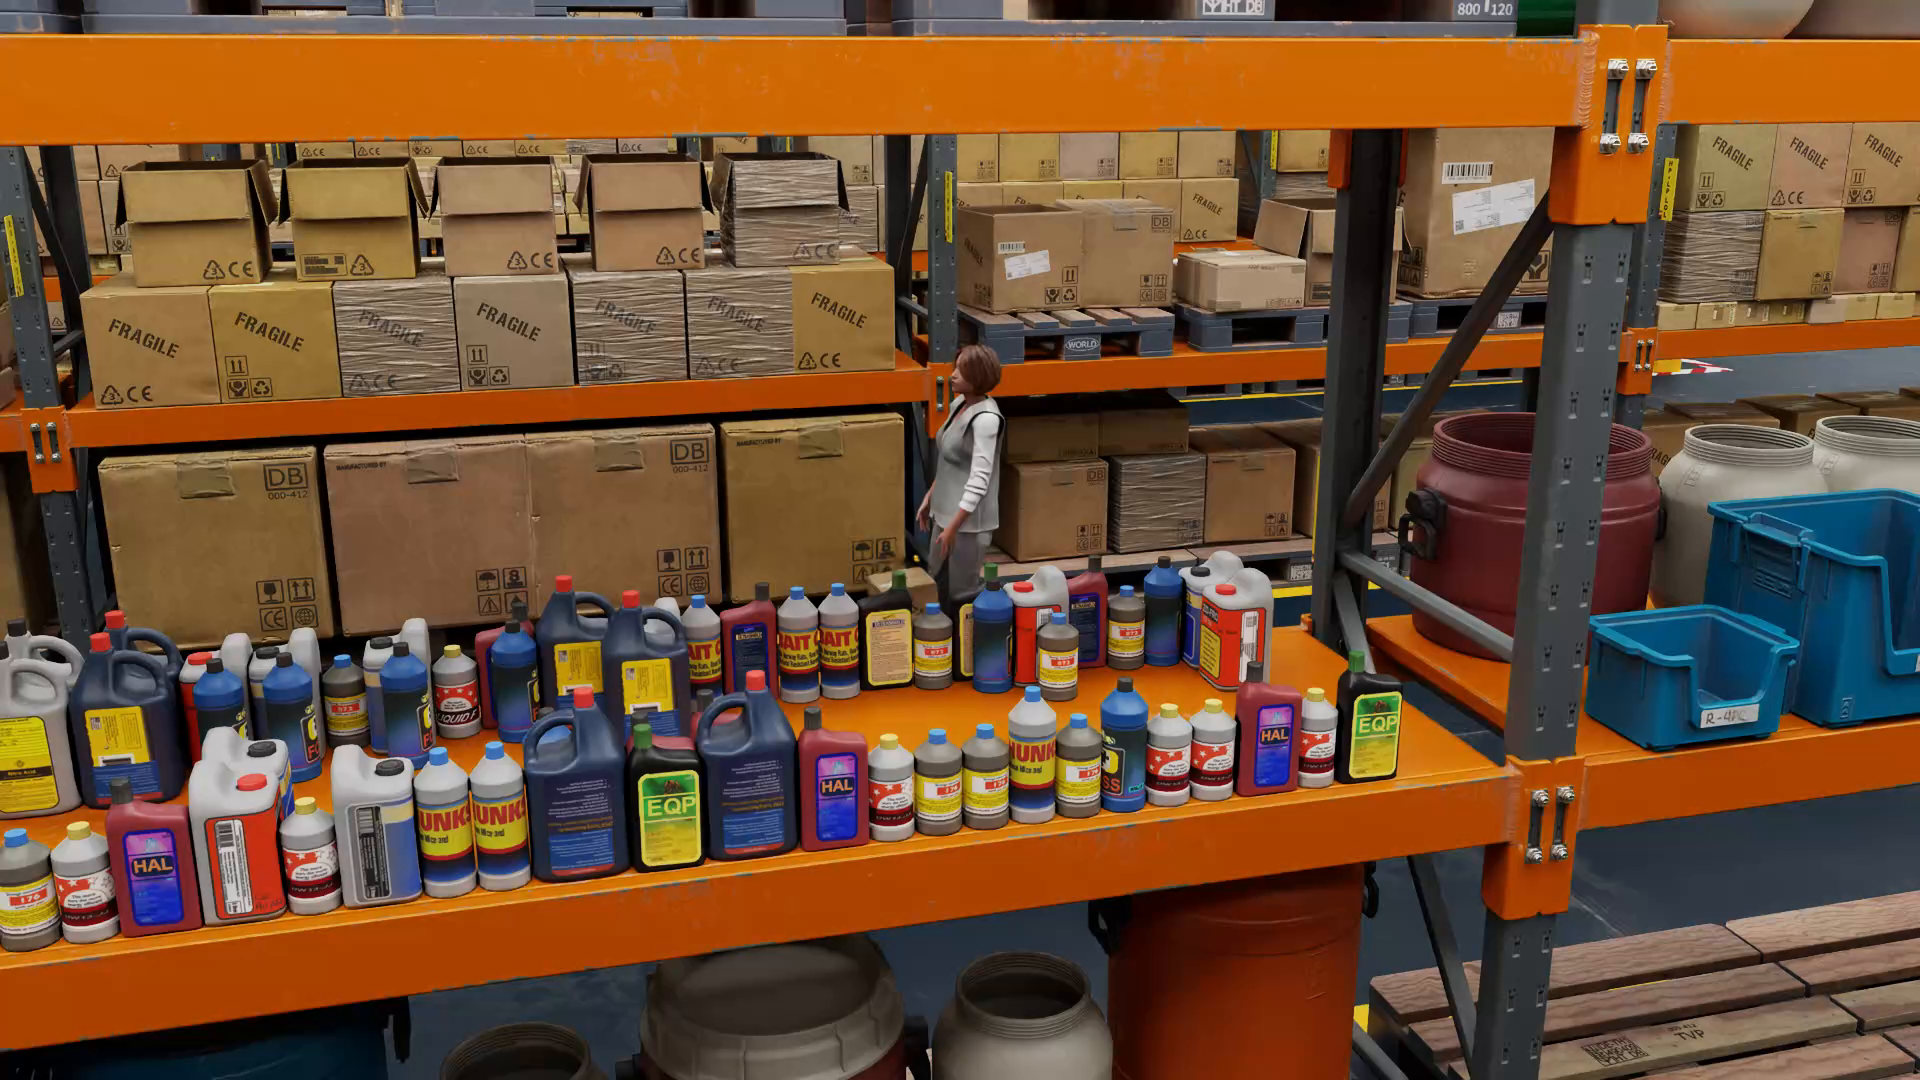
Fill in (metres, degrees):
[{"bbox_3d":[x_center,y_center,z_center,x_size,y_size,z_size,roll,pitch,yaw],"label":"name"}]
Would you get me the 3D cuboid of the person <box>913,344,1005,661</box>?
[{"bbox_3d":[-0.061,-0.062,7.235,0.473,1.597,0.501,-5,17,-15],"label":"person"}]
